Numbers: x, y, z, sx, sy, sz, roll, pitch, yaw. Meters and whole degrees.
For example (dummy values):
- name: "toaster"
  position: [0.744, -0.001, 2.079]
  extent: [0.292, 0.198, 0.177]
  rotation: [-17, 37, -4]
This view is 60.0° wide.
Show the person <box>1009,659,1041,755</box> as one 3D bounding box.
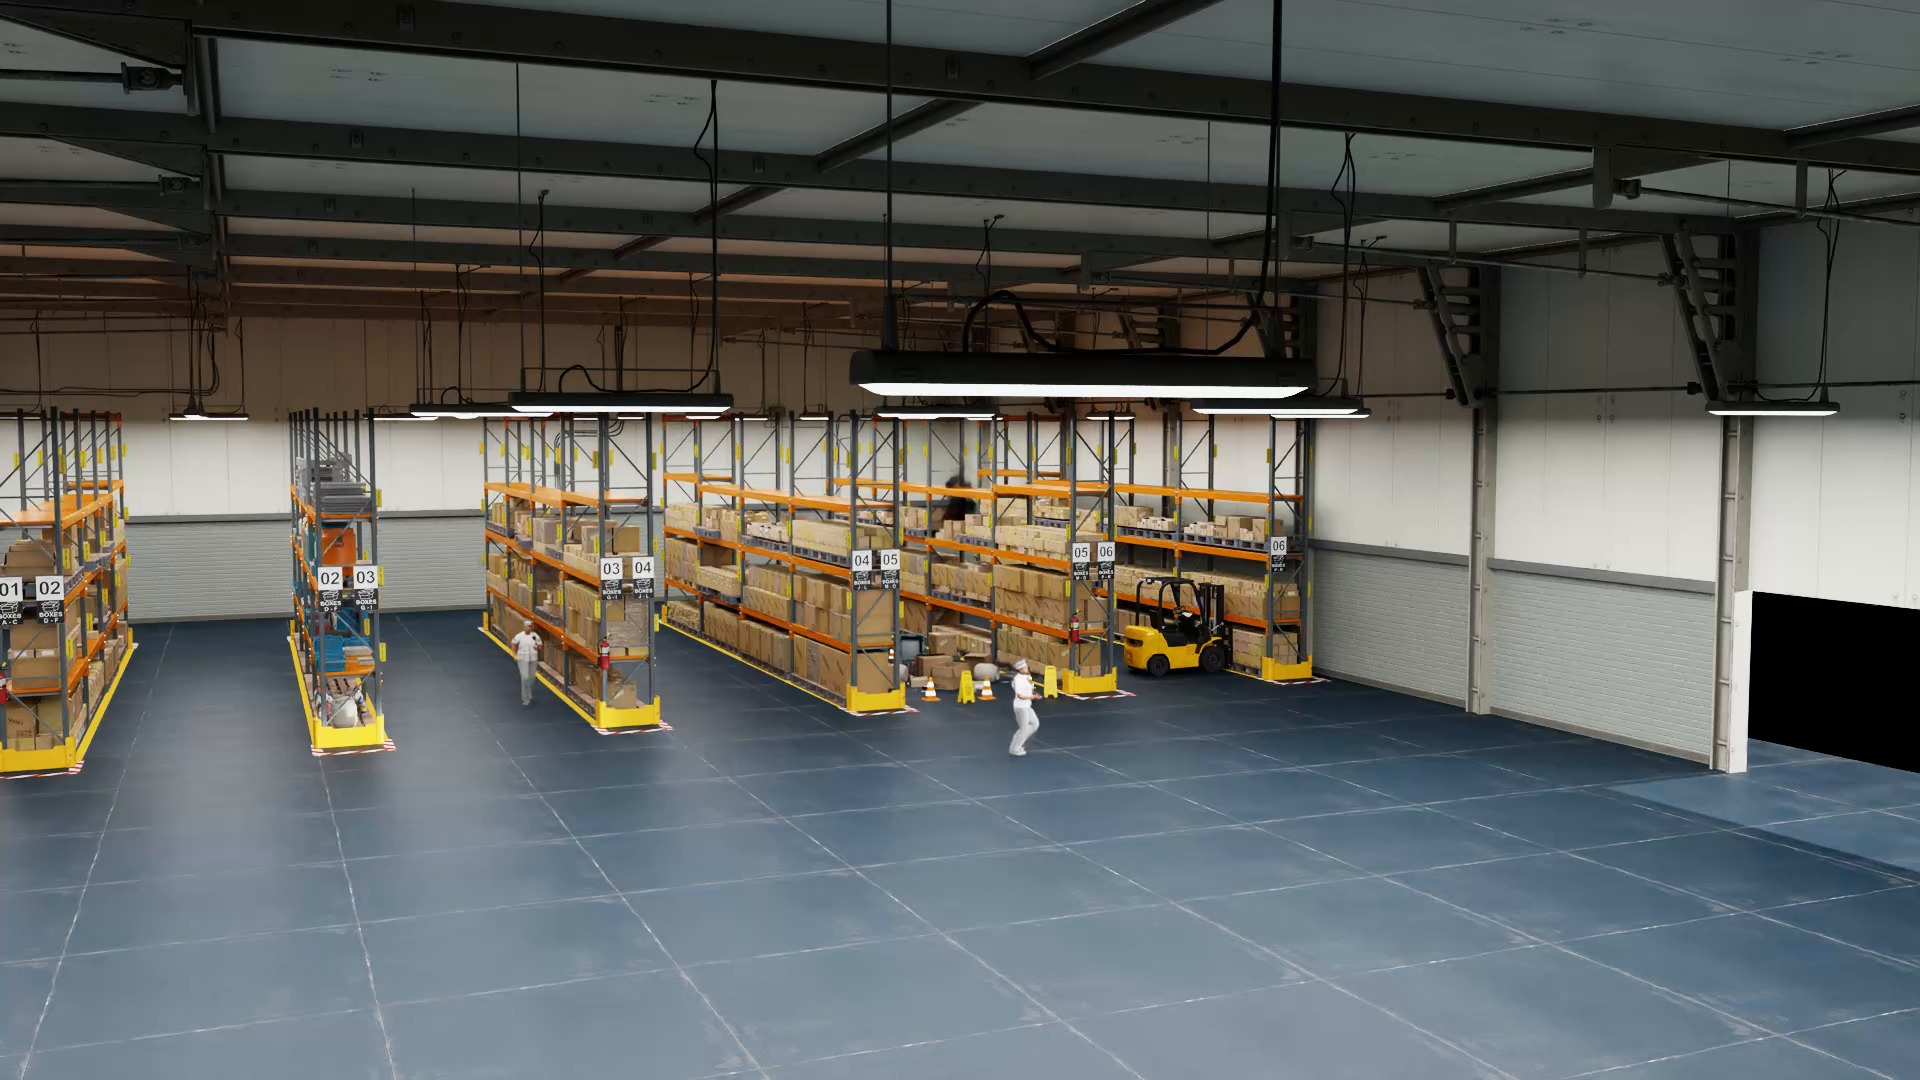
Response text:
- name: "person"
  position: [1.139, 2.880, 28.632]
  extent: [0.586, 1.667, 0.562]
  rotation: [1, 4, 10]

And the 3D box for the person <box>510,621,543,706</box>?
- name: "person"
  position: [-8.863, 2.508, 34.085]
  extent: [0.579, 1.729, 0.764]
  rotation: [-3, 5, -32]

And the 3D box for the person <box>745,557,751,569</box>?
- name: "person"
  position: [-6.240, 1.372, 50.201]
  extent: [0.973, 1.737, 0.657]
  rotation: [-2, 5, -29]

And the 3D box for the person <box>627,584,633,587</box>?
- name: "person"
  position: [-9.066, 1.687, 45.961]
  extent: [0.659, 1.641, 0.607]
  rotation: [-2, 5, -32]
